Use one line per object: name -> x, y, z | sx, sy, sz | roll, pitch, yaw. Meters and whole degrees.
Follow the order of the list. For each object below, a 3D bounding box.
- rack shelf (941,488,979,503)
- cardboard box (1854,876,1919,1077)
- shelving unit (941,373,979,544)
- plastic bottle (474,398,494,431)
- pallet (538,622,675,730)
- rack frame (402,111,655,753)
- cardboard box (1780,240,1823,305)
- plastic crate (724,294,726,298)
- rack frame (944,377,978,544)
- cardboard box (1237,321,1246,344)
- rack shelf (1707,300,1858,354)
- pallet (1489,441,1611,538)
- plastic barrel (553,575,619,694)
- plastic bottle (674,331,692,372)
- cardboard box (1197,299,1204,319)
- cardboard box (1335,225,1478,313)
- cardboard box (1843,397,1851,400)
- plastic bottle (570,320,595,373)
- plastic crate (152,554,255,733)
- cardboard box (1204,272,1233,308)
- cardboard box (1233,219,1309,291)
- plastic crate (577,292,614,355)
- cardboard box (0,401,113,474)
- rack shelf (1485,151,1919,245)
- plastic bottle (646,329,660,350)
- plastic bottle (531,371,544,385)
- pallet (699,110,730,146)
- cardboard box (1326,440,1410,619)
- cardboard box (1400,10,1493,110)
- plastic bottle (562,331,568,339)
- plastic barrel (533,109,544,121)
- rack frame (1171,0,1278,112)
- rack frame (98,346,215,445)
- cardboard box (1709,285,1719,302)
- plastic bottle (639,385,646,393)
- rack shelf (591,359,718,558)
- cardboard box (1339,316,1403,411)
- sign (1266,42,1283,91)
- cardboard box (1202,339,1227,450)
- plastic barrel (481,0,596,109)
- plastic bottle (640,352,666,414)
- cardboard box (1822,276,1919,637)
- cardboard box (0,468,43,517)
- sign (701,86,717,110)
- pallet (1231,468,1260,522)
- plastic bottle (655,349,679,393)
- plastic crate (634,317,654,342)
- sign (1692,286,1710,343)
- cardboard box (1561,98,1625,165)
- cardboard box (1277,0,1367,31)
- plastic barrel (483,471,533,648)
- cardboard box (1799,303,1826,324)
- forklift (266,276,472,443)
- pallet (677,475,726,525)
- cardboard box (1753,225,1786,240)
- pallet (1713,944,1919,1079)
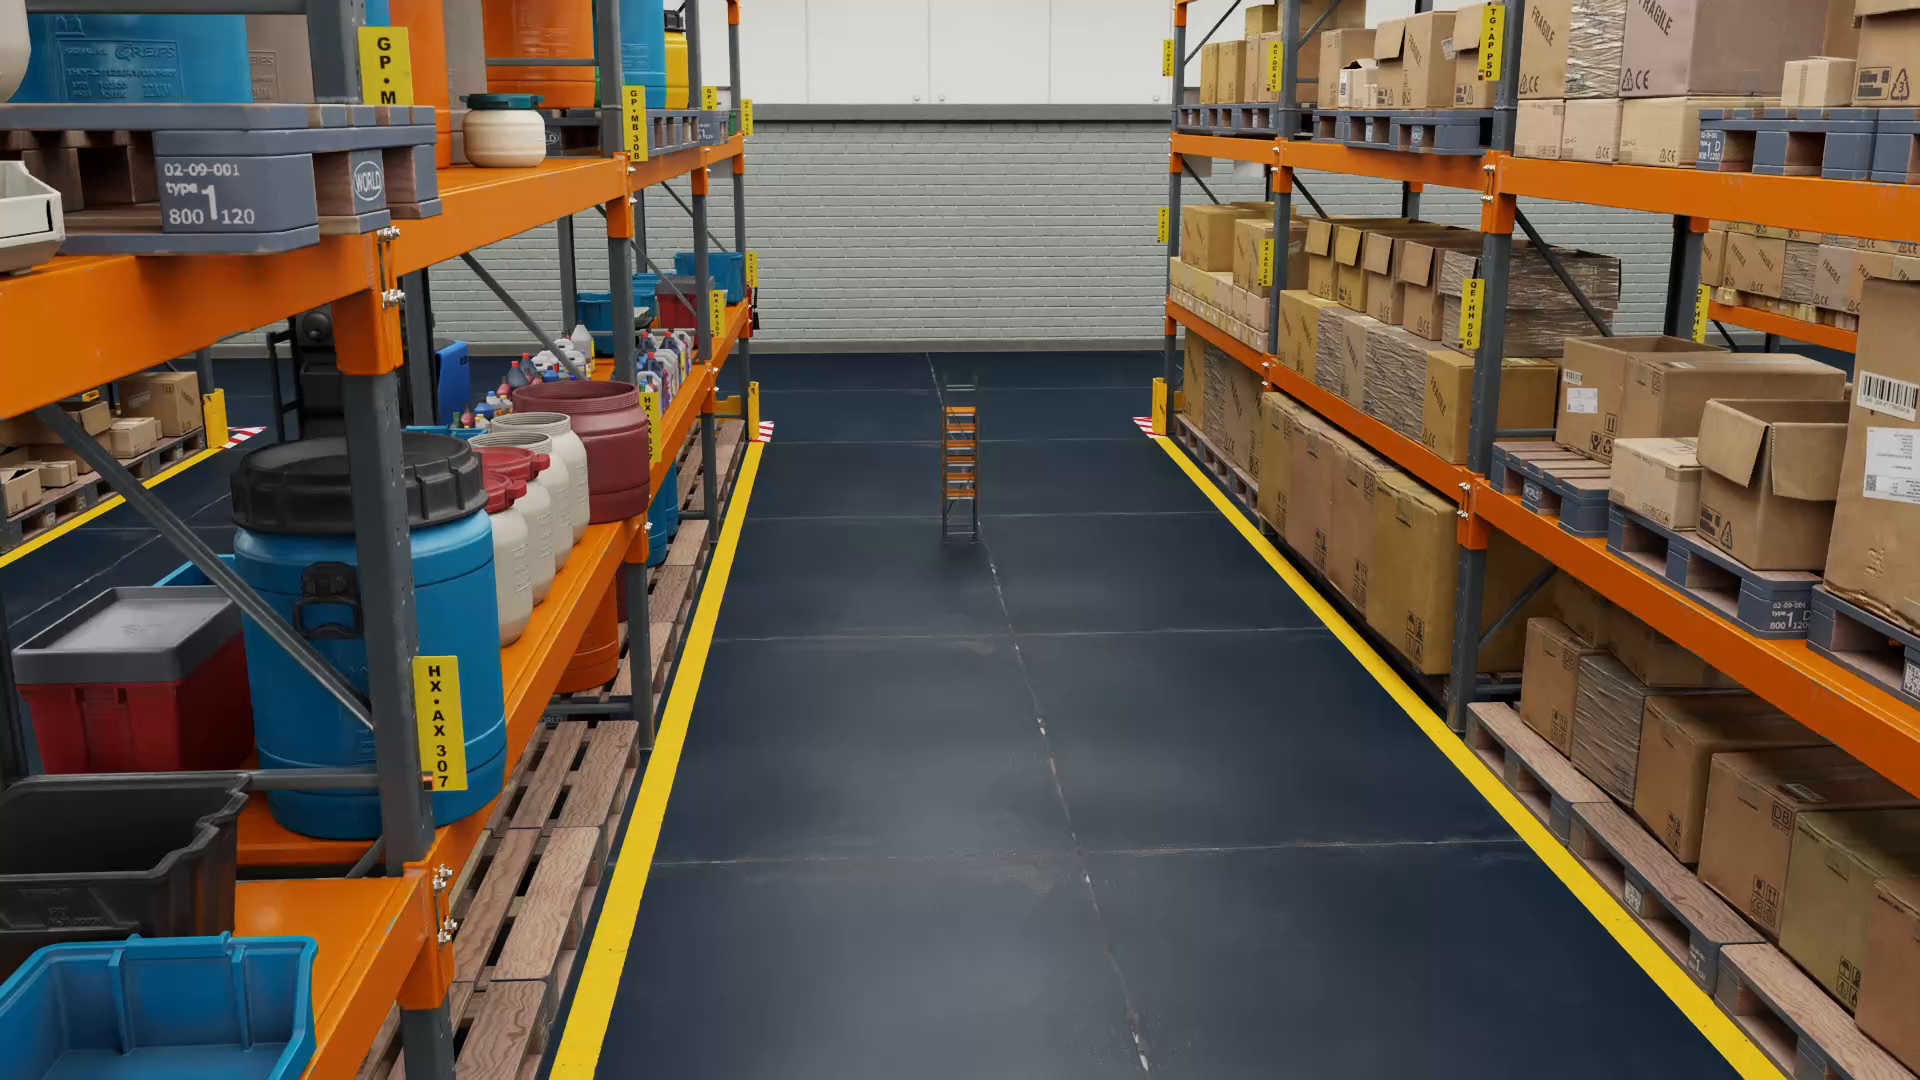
rack shelf -> 0.001, -0.302, 11.934 | 0.258, 0.103, 0.180 | -1, 14, -3
cardboard box -> 3.185, 1.330, 4.972 | 0.700, 0.500, 0.500 | -2, 15, -8
shelving unit -> 0.001, -0.577, 11.863 | 0.258, 1.200, 0.189 | -1, 14, -3
plastic bottle -> -2.455, -0.599, 8.595 | 0.097, 0.271, 0.097 | 0, 14, 0
pallet -> -2.080, 0.722, 8.797 | 1.003, 0.211, 1.213 | -1, 14, -3
rack frame -> -1.989, -0.433, 7.690 | 1.000, 3.000, 0.127 | -1, 14, -3
cardboard box -> 7.281, -2.246, 13.937 | 0.500, 0.500, 0.500 | -1, 14, -5
plastic crate -> -2.102, -1.864, 13.466 | 0.416, 0.233, 0.300 | -1, 14, -3
rack frame -> 0.007, -0.555, 11.774 | 0.240, 1.200, 0.006 | -1, 14, -3
cardboard box -> 2.329, -1.581, 12.656 | 0.380, 0.149, 0.250 | -1, 14, -4
rack shelf -> 7.539, -1.705, 14.076 | 1.077, 0.370, 4.000 | -1, 14, -3
pallet -> 3.105, -0.241, 7.328 | 1.213, 0.211, 1.003 | -1, 14, -3
plastic barrel -> -2.037, 0.293, 8.379 | 0.600, 0.830, 0.708 | -1, 14, -3
plastic bottle -> -1.890, -1.275, 11.210 | 0.152, 0.276, 0.135 | -1, 14, -3
cardboard box -> 2.233, -1.964, 14.145 | 0.380, 0.149, 0.250 | -1, 14, -4
cardboard box -> 2.785, -1.709, 10.435 | 0.797, 0.503, 0.637 | -1, 14, -3
cardboard box -> 7.321, -1.138, 14.113 | 0.380, 0.149, 0.250 | -1, 14, -3
plastic bottle -> -2.536, -1.301, 11.163 | 0.144, 0.351, 0.185 | -1, 14, -3
plastic crate -> -2.120, 0.300, 4.873 | 0.392, 0.384, 0.575 | -1, 14, -3
cardboard box -> 2.323, -2.063, 13.729 | 0.500, 0.250, 0.500 | -1, 14, -5
cardboard box -> 2.384, -2.174, 12.654 | 0.500, 0.500, 0.500 | -1, 14, -3
plastic crate -> -2.606, -1.560, 11.981 | 0.392, 0.384, 0.575 | -1, 14, -3
cardboard box -> -7.303, -0.824, 13.334 | 0.797, 0.503, 0.637 | -1, 14, -3
rack shelf -> 3.078, -1.116, 5.769 | 1.077, 0.370, 4.000 | -1, 14, -3
plastic bottle -> -1.997, -1.178, 10.685 | 0.144, 0.351, 0.185 | -1, 14, -3
plastic bottle -> -2.379, -0.803, 9.362 | 0.061, 0.283, 0.133 | -1, 14, -3
pallet -> -2.091, -2.596, 10.454 | 1.213, 0.211, 1.003 | -1, 14, -3
cardboard box -> 2.885, -0.078, 9.730 | 1.225, 0.875, 0.875 | -1, 14, -3
cardboard box -> 2.703, -2.578, 8.963 | 0.500, 0.500, 0.500 | 0, 14, 0
plastic bottle -> -2.632, -1.240, 11.061 | 0.061, 0.283, 0.133 | -1, 14, -3
plastic barrel -> -1.923, -1.750, 7.100 | 0.294, 0.245, 0.294 | 0, 14, 0
rack frame -> 2.459, -5.404, 14.972 | 1.000, 3.000, 0.127 | -1, 14, -3
rack frame -> -7.429, -2.347, 15.129 | 1.000, 3.000, 0.127 | -1, 14, -3
cardboard box -> 7.165, -2.281, 15.374 | 0.380, 0.149, 0.250 | 0, 14, -1
plastic bottle -> -1.699, -0.696, 8.944 | 0.061, 0.283, 0.133 | -1, 14, -3
rack shelf -> -2.113, -0.582, 9.712 | 1.077, 0.370, 4.000 | -1, 14, -3
cardboard box -> 2.585, -1.057, 9.912 | 0.500, 0.500, 0.500 | -1, 14, -2
sign -> 2.153, -3.237, 11.370 | 0.100, 0.325, 0.005 | -1, 14, -3
cardboard box -> 2.634, -1.289, 14.438 | 0.875, 0.875, 0.875 | -1, 14, -3
plastic barrel -> -2.021, -2.438, 7.759 | 0.600, 0.830, 0.708 | -1, 14, -3
plastic bottle -> -1.785, -0.906, 9.628 | 0.144, 0.351, 0.185 | -1, 14, -3
cardboard box -> 3.292, -0.208, 4.770 | 1.000, 1.000, 1.000 | -1, 14, -3
cardboard box -> -6.991, -0.371, 11.961 | 0.500, 0.311, 0.500 | -1, 14, -3
sign -> -1.688, -2.893, 11.212 | 0.100, 0.325, 0.005 | -1, 14, -3
pallet -> 2.737, -0.344, 12.940 | 1.003, 0.211, 1.213 | -1, 14, -3
plastic bottle -> -1.836, -1.058, 10.369 | 0.152, 0.276, 0.135 | -1, 14, -3
plastic crate -> -2.575, -1.598, 12.649 | 0.437, 0.125, 0.590 | -1, 14, -3
sign -> 3.495, -1.043, 7.894 | 0.100, 0.325, 0.005 | -1, 14, -3
cardboard box -> 2.761, -1.641, 6.666 | 0.500, 0.250, 0.500 | -1, 14, -2
cardboard box -> 2.655, -3.854, 12.218 | 0.500, 0.250, 0.500 | -2, 15, -7
plastic barrel -> -1.627, 0.072, 5.453 | 0.433, 0.535, 0.433 | 0, 14, 0
cardboard box -> 7.243, -1.889, 13.853 | 0.380, 0.149, 0.250 | -1, 14, -2
forklift -> -4.793, -1.759, 12.982 | 1.130, 2.935, 3.031 | 0, 14, 0
pallet -> -2.321, -0.260, 12.612 | 1.003, 0.211, 1.213 | -1, 14, -3
cardboard box -> 7.226, -2.856, 14.304 | 0.500, 0.500, 0.500 | -1, 14, -5
pallet -> 3.152, 1.642, 5.220 | 1.003, 0.211, 1.213 | -1, 14, -3
